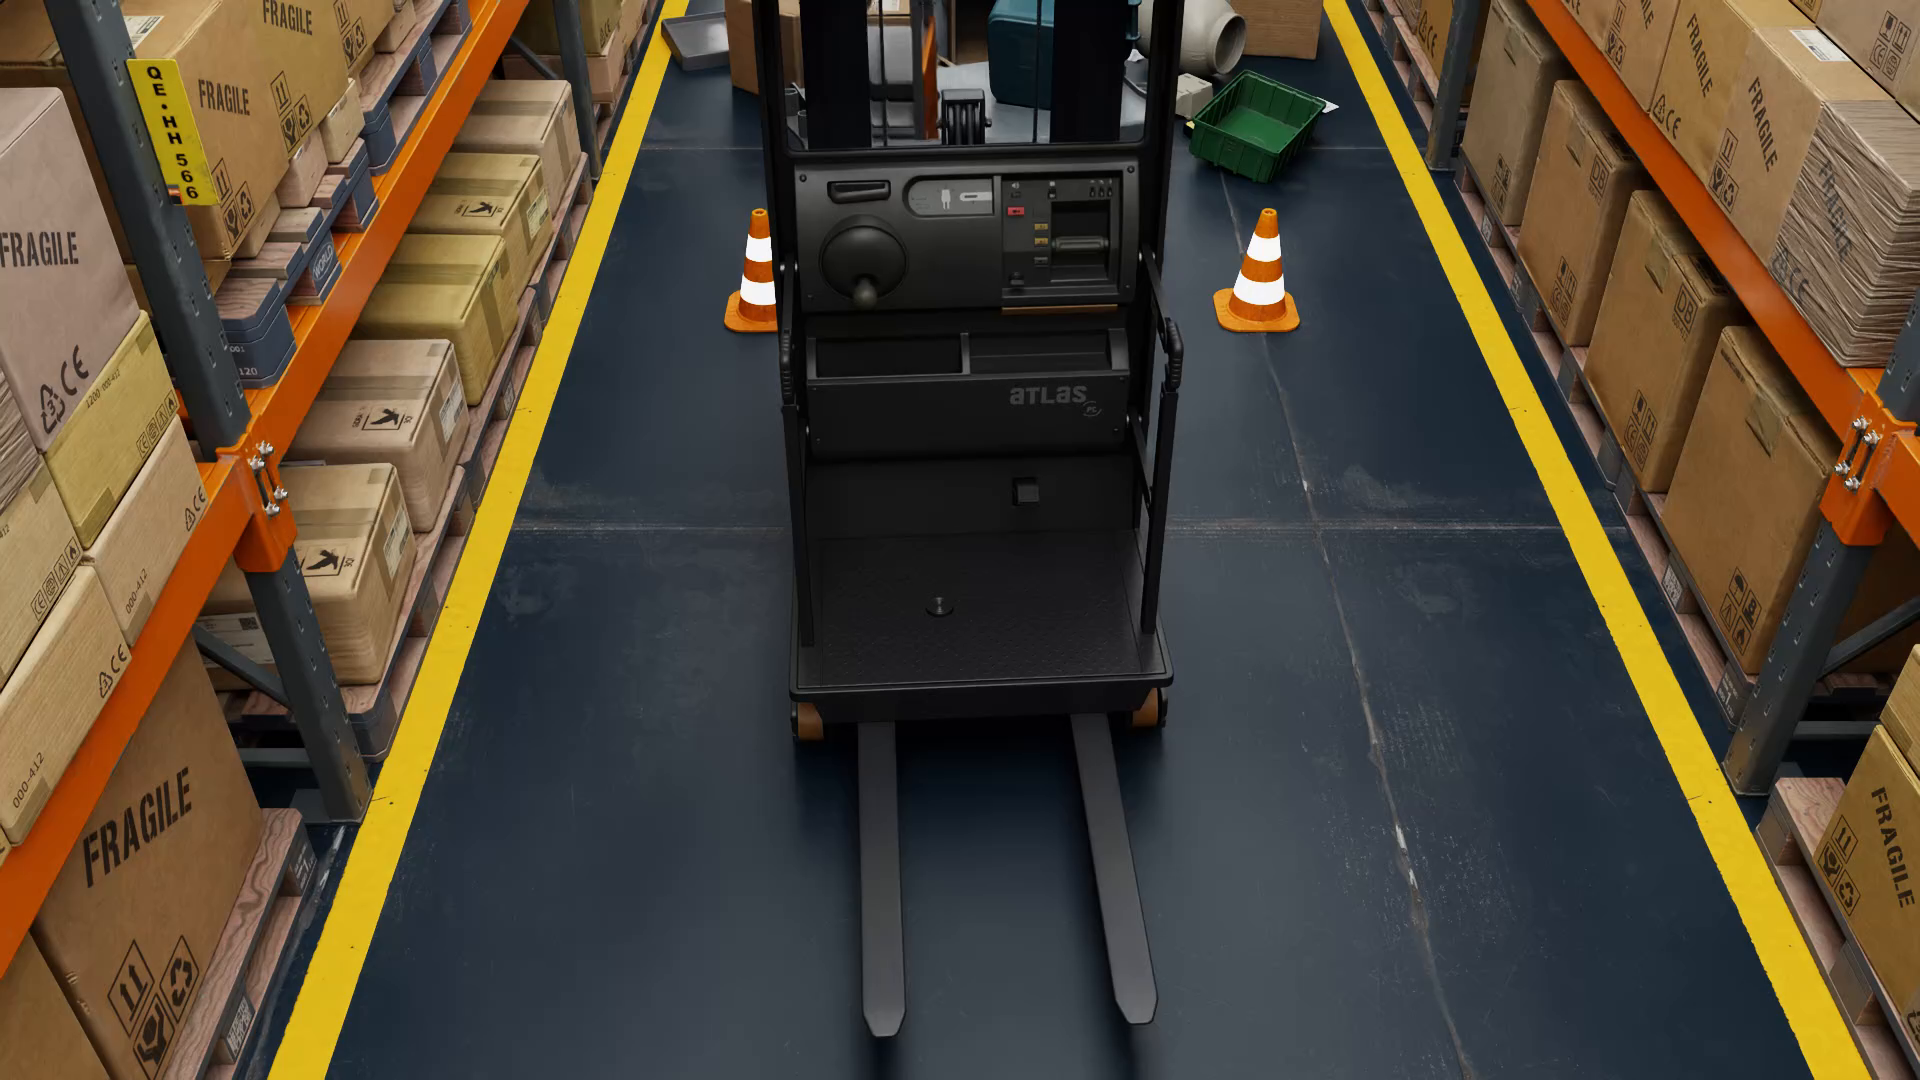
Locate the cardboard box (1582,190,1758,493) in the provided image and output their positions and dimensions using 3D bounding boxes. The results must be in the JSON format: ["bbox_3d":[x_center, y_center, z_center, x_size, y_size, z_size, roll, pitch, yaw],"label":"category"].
[{"bbox_3d":[2.832,-0.677,5.659,1.050,0.750,0.750,1,39,1],"label":"cardboard box"}]

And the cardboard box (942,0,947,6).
[{"bbox_3d":[0.322,-3.329,9.501,0.797,0.503,0.637,-28,46,-30],"label":"cardboard box"}]

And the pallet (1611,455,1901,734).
[{"bbox_3d":[2.822,0.132,5.417,1.003,0.211,1.213,0,39,0],"label":"pallet"}]

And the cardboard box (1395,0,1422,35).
[{"bbox_3d":[2.807,-3.256,8.778,0.875,0.875,0.875,0,39,0],"label":"cardboard box"}]

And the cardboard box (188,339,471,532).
[{"bbox_3d":[-2.202,-0.350,5.553,0.950,0.372,0.625,-1,39,-1],"label":"cardboard box"}]

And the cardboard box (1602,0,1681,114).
[{"bbox_3d":[2.474,-1.729,5.429,0.500,0.500,0.500,1,39,1],"label":"cardboard box"}]

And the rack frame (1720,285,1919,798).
[{"bbox_3d":[2.747,-0.463,3.929,1.000,3.000,0.127,0,39,0],"label":"rack frame"}]

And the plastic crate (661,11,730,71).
[{"bbox_3d":[-1.389,-2.741,9.106,0.402,0.080,0.583,-13,40,-16],"label":"plastic crate"}]

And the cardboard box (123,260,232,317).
[{"bbox_3d":[-2.017,-0.666,4.047,0.380,0.149,0.250,-2,39,-3],"label":"cardboard box"}]

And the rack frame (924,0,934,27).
[{"bbox_3d":[-0.290,-1.714,6.187,0.400,2.100,0.015,2,40,4],"label":"rack frame"}]

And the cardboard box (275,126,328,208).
[{"bbox_3d":[-1.938,-1.014,4.481,0.380,0.149,0.250,-2,39,-3],"label":"cardboard box"}]

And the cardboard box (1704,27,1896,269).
[{"bbox_3d":[2.479,-1.096,4.639,0.500,0.500,0.500,0,39,0],"label":"cardboard box"}]

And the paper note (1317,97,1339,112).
[{"bbox_3d":[1.836,-2.226,8.503,0.147,0.020,0.142,-28,46,-30],"label":"paper note"}]

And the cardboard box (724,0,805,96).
[{"bbox_3d":[-0.848,-2.595,8.586,0.500,0.500,0.500,28,46,30],"label":"cardboard box"}]

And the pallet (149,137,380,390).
[{"bbox_3d":[-2.310,-0.767,4.462,1.213,0.211,1.003,0,39,0],"label":"pallet"}]

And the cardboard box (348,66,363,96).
[{"bbox_3d":[-1.996,-1.336,4.884,0.380,0.149,0.250,2,39,3],"label":"cardboard box"}]

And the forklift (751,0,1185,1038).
[{"bbox_3d":[0.037,-0.753,4.346,1.130,2.935,3.031,-2,39,-3],"label":"forklift"}]

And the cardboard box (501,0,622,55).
[{"bbox_3d":[-1.938,-2.651,7.922,0.500,0.500,0.500,2,39,2],"label":"cardboard box"}]

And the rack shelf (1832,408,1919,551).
[{"bbox_3d":[2.750,1.068,2.594,1.077,0.370,4.000,0,39,0],"label":"rack shelf"}]

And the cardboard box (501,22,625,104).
[{"bbox_3d":[-1.938,-2.358,8.157,0.500,0.250,0.500,-2,39,-2],"label":"cardboard box"}]

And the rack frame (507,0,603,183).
[{"bbox_3d":[-2.207,-2.898,6.968,1.000,3.000,0.127,0,39,0],"label":"rack frame"}]

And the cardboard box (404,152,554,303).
[{"bbox_3d":[-2.200,-1.259,6.688,0.950,0.372,0.625,2,39,3],"label":"cardboard box"}]

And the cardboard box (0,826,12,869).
[{"bbox_3d":[-1.942,0.612,2.707,0.500,0.250,0.500,0,39,-1],"label":"cardboard box"}]

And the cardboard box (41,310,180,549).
[{"bbox_3d":[-1.948,-0.230,3.359,0.500,0.250,0.500,0,39,0],"label":"cardboard box"}]

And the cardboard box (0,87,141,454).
[{"bbox_3d":[-1.941,-0.503,3.099,0.500,0.500,0.500,-1,39,-1],"label":"cardboard box"}]

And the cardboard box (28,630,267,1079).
[{"bbox_3d":[-2.285,0.701,3.840,0.875,0.875,0.875,0,39,0],"label":"cardboard box"}]

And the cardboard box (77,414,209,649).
[{"bbox_3d":[-1.942,-0.022,3.499,0.500,0.250,0.500,-1,39,-2],"label":"cardboard box"}]

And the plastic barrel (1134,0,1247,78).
[{"bbox_3d":[1.207,-2.668,8.740,0.512,0.421,0.421,28,46,30],"label":"plastic barrel"}]

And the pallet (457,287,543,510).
[{"bbox_3d":[-2.201,-0.558,6.278,1.003,0.211,1.213,0,39,0],"label":"pallet"}]

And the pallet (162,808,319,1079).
[{"bbox_3d":[-2.277,1.185,4.103,1.003,0.211,1.213,0,39,0],"label":"pallet"}]

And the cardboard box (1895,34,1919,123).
[{"bbox_3d":[2.757,-1.173,3.936,0.700,0.500,0.500,0,39,0],"label":"cardboard box"}]

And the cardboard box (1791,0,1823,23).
[{"bbox_3d":[2.752,-1.810,4.731,0.700,0.500,0.500,-1,39,-1],"label":"cardboard box"}]

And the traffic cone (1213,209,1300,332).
[{"bbox_3d":[1.234,-1.135,6.796,0.336,0.463,0.334,0,39,0],"label":"traffic cone"}]

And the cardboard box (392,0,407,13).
[{"bbox_3d":[-1.980,-1.968,5.153,0.500,0.500,0.500,-1,39,-2],"label":"cardboard box"}]

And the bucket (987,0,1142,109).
[{"bbox_3d":[0.437,-2.364,7.703,0.726,0.611,0.620,13,50,15],"label":"bucket"}]

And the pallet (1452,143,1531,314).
[{"bbox_3d":[2.819,-1.394,7.321,1.003,0.211,1.213,0,39,0],"label":"pallet"}]

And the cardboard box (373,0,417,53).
[{"bbox_3d":[-1.971,-1.676,5.308,0.380,0.149,0.250,1,39,1],"label":"cardboard box"}]

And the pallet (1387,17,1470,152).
[{"bbox_3d":[2.820,-2.352,8.516,1.003,0.211,1.213,0,39,0],"label":"pallet"}]

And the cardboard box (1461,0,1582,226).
[{"bbox_3d":[2.833,-1.863,7.139,1.050,0.750,0.750,0,39,0],"label":"cardboard box"}]

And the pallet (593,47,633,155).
[{"bbox_3d":[-2.243,-2.230,8.364,1.003,0.211,1.213,0,39,0],"label":"pallet"}]

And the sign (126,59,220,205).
[{"bbox_3d":[-1.648,-0.851,3.487,0.100,0.325,0.005,0,39,0],"label":"sign"}]

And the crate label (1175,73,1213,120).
[{"bbox_3d":[1.140,-2.265,8.466,0.298,0.136,0.250,-28,46,-30],"label":"crate label"}]

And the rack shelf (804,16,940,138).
[{"bbox_3d":[-0.305,-1.548,6.009,0.431,0.518,0.480,2,40,4],"label":"rack shelf"}]

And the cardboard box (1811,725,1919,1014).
[{"bbox_3d":[2.493,0.791,4.028,0.500,0.500,0.500,-2,39,-2],"label":"cardboard box"}]

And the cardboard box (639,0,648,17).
[{"bbox_3d":[-1.953,-3.024,8.987,0.500,0.250,0.500,-1,39,-1],"label":"cardboard box"}]

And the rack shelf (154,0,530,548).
[{"bbox_3d":[-2.205,-1.367,5.632,1.077,0.370,4.000,0,39,0],"label":"rack shelf"}]

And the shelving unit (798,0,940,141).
[{"bbox_3d":[-0.306,-1.558,6.000,0.431,2.100,0.503,2,40,4],"label":"shelving unit"}]

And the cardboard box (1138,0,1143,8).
[{"bbox_3d":[0.899,-2.971,9.245,0.396,0.266,0.258,6,39,8],"label":"cardboard box"}]

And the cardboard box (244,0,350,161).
[{"bbox_3d":[-1.979,-1.323,4.349,0.500,0.500,0.500,2,39,2],"label":"cardboard box"}]
